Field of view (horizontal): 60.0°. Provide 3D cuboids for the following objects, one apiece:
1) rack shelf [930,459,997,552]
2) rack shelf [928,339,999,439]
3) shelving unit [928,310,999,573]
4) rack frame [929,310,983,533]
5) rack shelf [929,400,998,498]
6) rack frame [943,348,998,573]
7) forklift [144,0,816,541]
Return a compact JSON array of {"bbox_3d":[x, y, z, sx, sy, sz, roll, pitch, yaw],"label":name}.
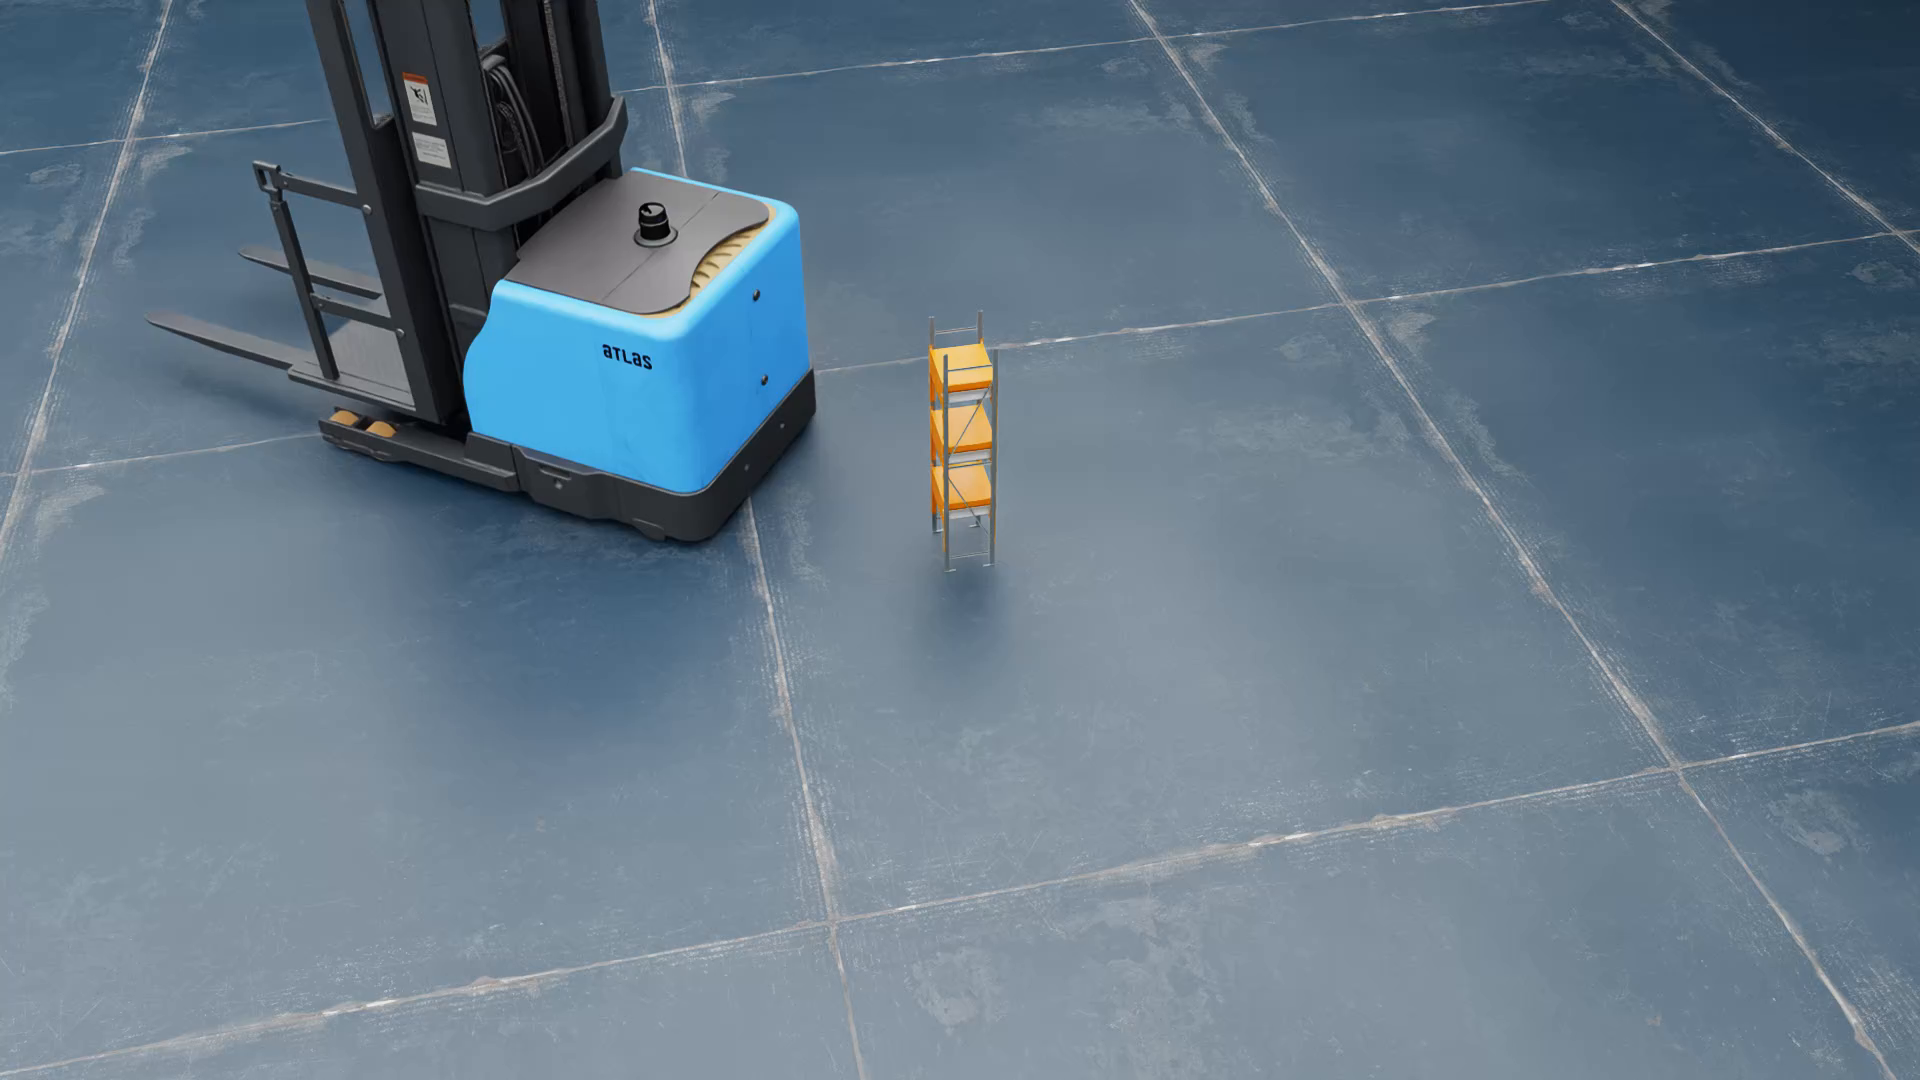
[{"bbox_3d":[0.012,-0.142,6.554,0.215,0.259,0.240,-8,42,-9],"label":"rack shelf"},{"bbox_3d":[0.012,-0.562,6.181,0.215,0.259,0.240,-8,42,-9],"label":"rack shelf"},{"bbox_3d":[0.012,-0.358,6.362,0.215,1.050,0.252,-8,42,-9],"label":"shelving unit"},{"bbox_3d":[-0.015,-0.437,6.451,0.200,1.050,0.008,-8,42,-9],"label":"rack frame"},{"bbox_3d":[0.012,-0.350,6.369,0.215,0.259,0.240,-8,42,-9],"label":"rack shelf"},{"bbox_3d":[0.038,-0.279,6.273,0.200,1.050,0.008,-8,42,-9],"label":"rack frame"},{"bbox_3d":[-2.193,-1.739,6.501,3.031,2.935,1.130,16,44,18],"label":"forklift"}]
